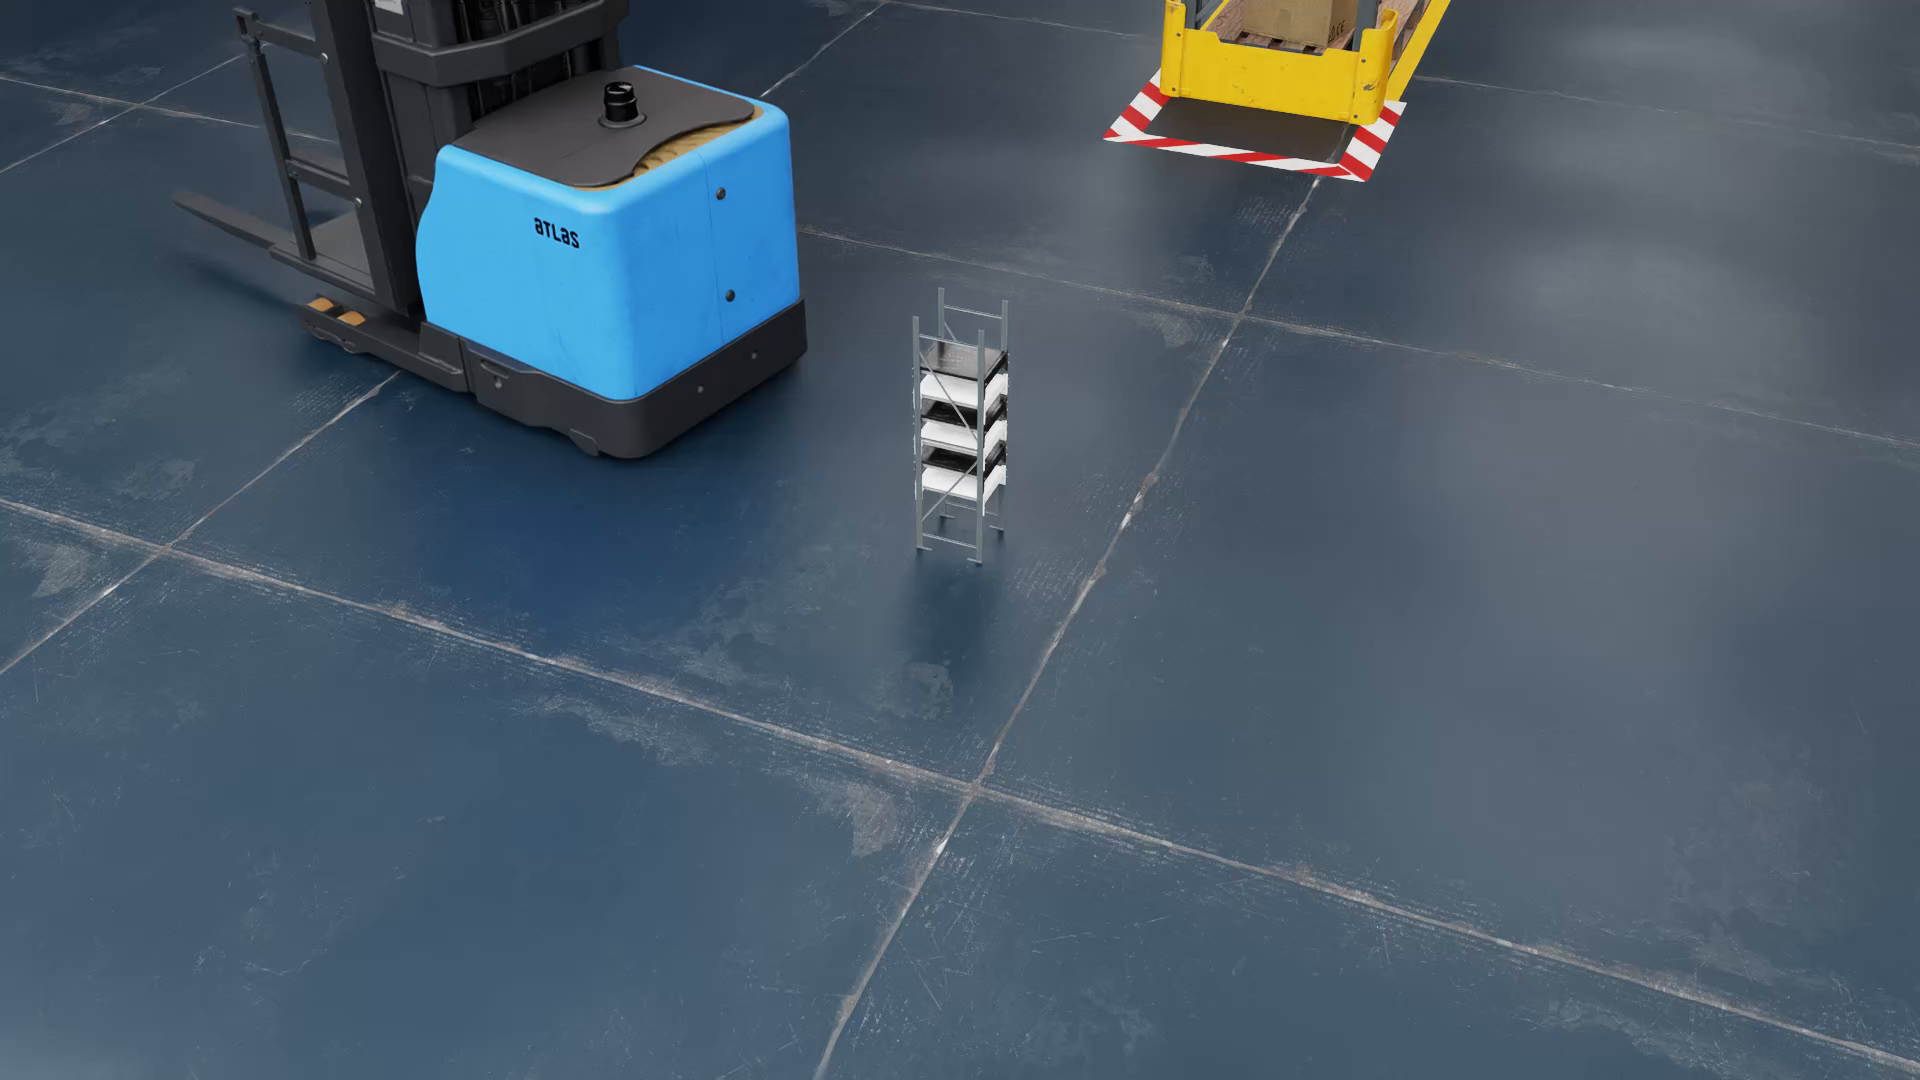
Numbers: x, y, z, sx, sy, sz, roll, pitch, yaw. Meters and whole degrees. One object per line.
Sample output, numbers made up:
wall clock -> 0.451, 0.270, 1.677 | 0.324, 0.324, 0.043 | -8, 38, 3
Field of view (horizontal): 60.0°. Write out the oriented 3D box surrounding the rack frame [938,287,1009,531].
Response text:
rack frame -> 0.042, -0.421, 5.562 | 0.240, 0.900, 0.006 | 14, 39, 18

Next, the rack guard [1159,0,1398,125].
rack guard -> 1.664, -2.569, 8.770 | 1.175, 0.500, 0.348 | 14, 39, 18

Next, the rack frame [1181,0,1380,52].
rack frame -> 1.635, -3.529, 7.965 | 1.000, 3.000, 0.127 | 14, 39, 18

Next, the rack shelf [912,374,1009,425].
rack shelf -> 0.003, -0.482, 5.399 | 0.258, 0.077, 0.200 | 14, 39, 18

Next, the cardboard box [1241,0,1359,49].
cardboard box -> 1.888, -3.037, 9.045 | 0.500, 0.500, 0.500 | 21, 42, 26

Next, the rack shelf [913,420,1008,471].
rack shelf -> 0.003, -0.338, 5.507 | 0.258, 0.077, 0.200 | 14, 39, 18

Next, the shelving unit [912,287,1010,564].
shelving unit -> 0.003, -0.365, 5.487 | 0.258, 0.900, 0.210 | 14, 39, 18

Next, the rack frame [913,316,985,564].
rack frame -> -0.036, -0.309, 5.411 | 0.240, 0.900, 0.006 | 14, 39, 18

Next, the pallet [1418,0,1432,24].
pallet -> 2.472, -3.569, 10.348 | 1.003, 0.211, 1.213 | 14, 39, 18

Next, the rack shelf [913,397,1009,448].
rack shelf -> 0.003, -0.410, 5.453 | 0.258, 0.077, 0.200 | 14, 39, 18

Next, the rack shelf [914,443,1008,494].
rack shelf -> 0.003, -0.266, 5.560 | 0.258, 0.077, 0.200 | 14, 39, 18

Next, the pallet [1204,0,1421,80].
pallet -> 2.006, -2.895, 9.448 | 1.003, 0.211, 1.213 | 14, 39, 18

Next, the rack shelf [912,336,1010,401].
rack shelf -> 0.003, -0.555, 5.345 | 0.258, 0.077, 0.200 | 14, 39, 18

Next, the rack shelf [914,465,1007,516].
rack shelf -> 0.003, -0.194, 5.614 | 0.258, 0.077, 0.200 | 14, 39, 18

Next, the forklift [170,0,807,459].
forklift -> -2.106, -2.167, 6.201 | 3.031, 2.935, 1.130 | 23, 43, 28
